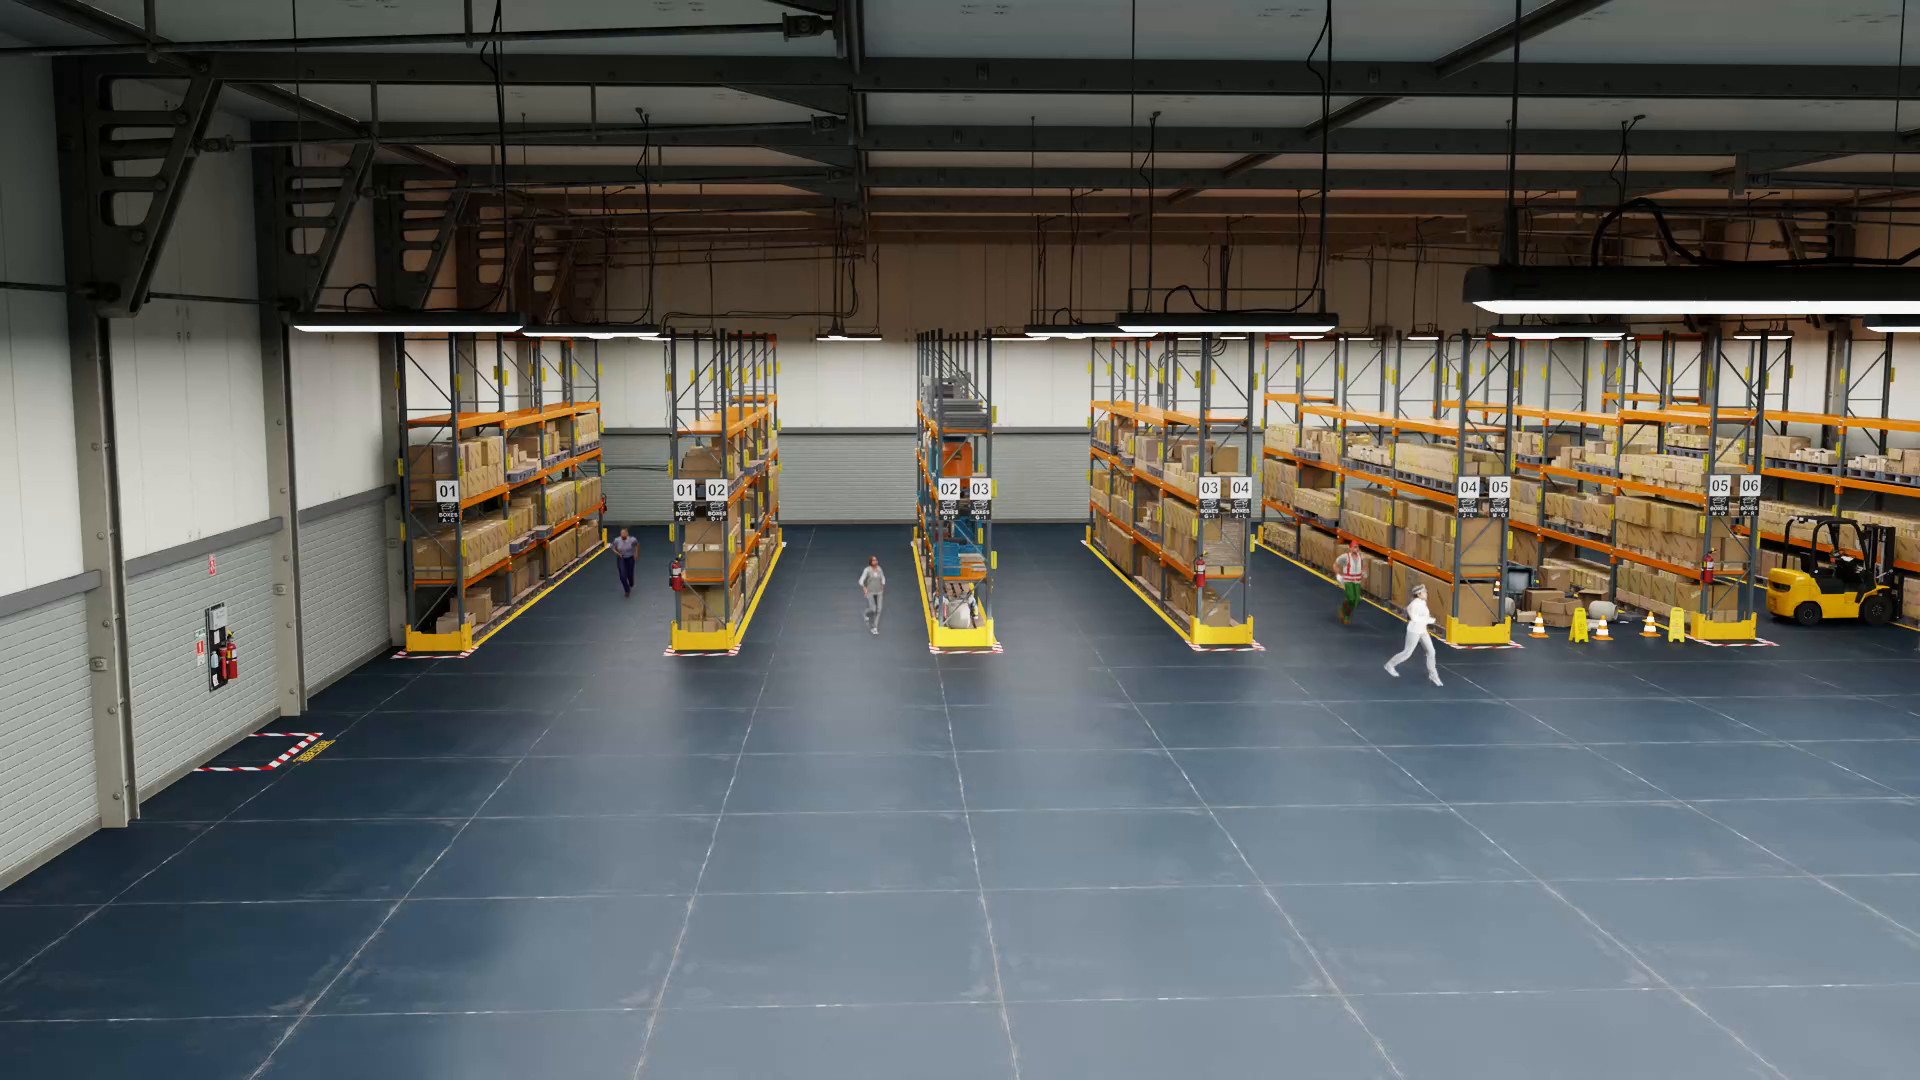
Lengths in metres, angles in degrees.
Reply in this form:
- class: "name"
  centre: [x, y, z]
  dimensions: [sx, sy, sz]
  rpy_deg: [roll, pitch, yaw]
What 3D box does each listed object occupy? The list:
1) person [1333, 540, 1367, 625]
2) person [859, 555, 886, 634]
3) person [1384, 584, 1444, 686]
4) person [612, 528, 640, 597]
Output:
- class: "person"
  centre: [8.002, 0.872, 33.847]
  dimensions: [0.663, 1.736, 0.560]
  rpy_deg: [-2, 7, -17]
- class: "person"
  centre: [-1.721, 1.073, 33.025]
  dimensions: [0.538, 1.557, 0.549]
  rpy_deg: [-3, 7, -23]
- class: "person"
  centre: [7.659, 1.595, 28.063]
  dimensions: [0.996, 1.739, 0.578]
  rpy_deg: [5, 8, 36]
- class: "person"
  centre: [-7.602, 0.502, 37.848]
  dimensions: [0.586, 1.573, 0.690]
  rpy_deg: [0, 7, -2]
